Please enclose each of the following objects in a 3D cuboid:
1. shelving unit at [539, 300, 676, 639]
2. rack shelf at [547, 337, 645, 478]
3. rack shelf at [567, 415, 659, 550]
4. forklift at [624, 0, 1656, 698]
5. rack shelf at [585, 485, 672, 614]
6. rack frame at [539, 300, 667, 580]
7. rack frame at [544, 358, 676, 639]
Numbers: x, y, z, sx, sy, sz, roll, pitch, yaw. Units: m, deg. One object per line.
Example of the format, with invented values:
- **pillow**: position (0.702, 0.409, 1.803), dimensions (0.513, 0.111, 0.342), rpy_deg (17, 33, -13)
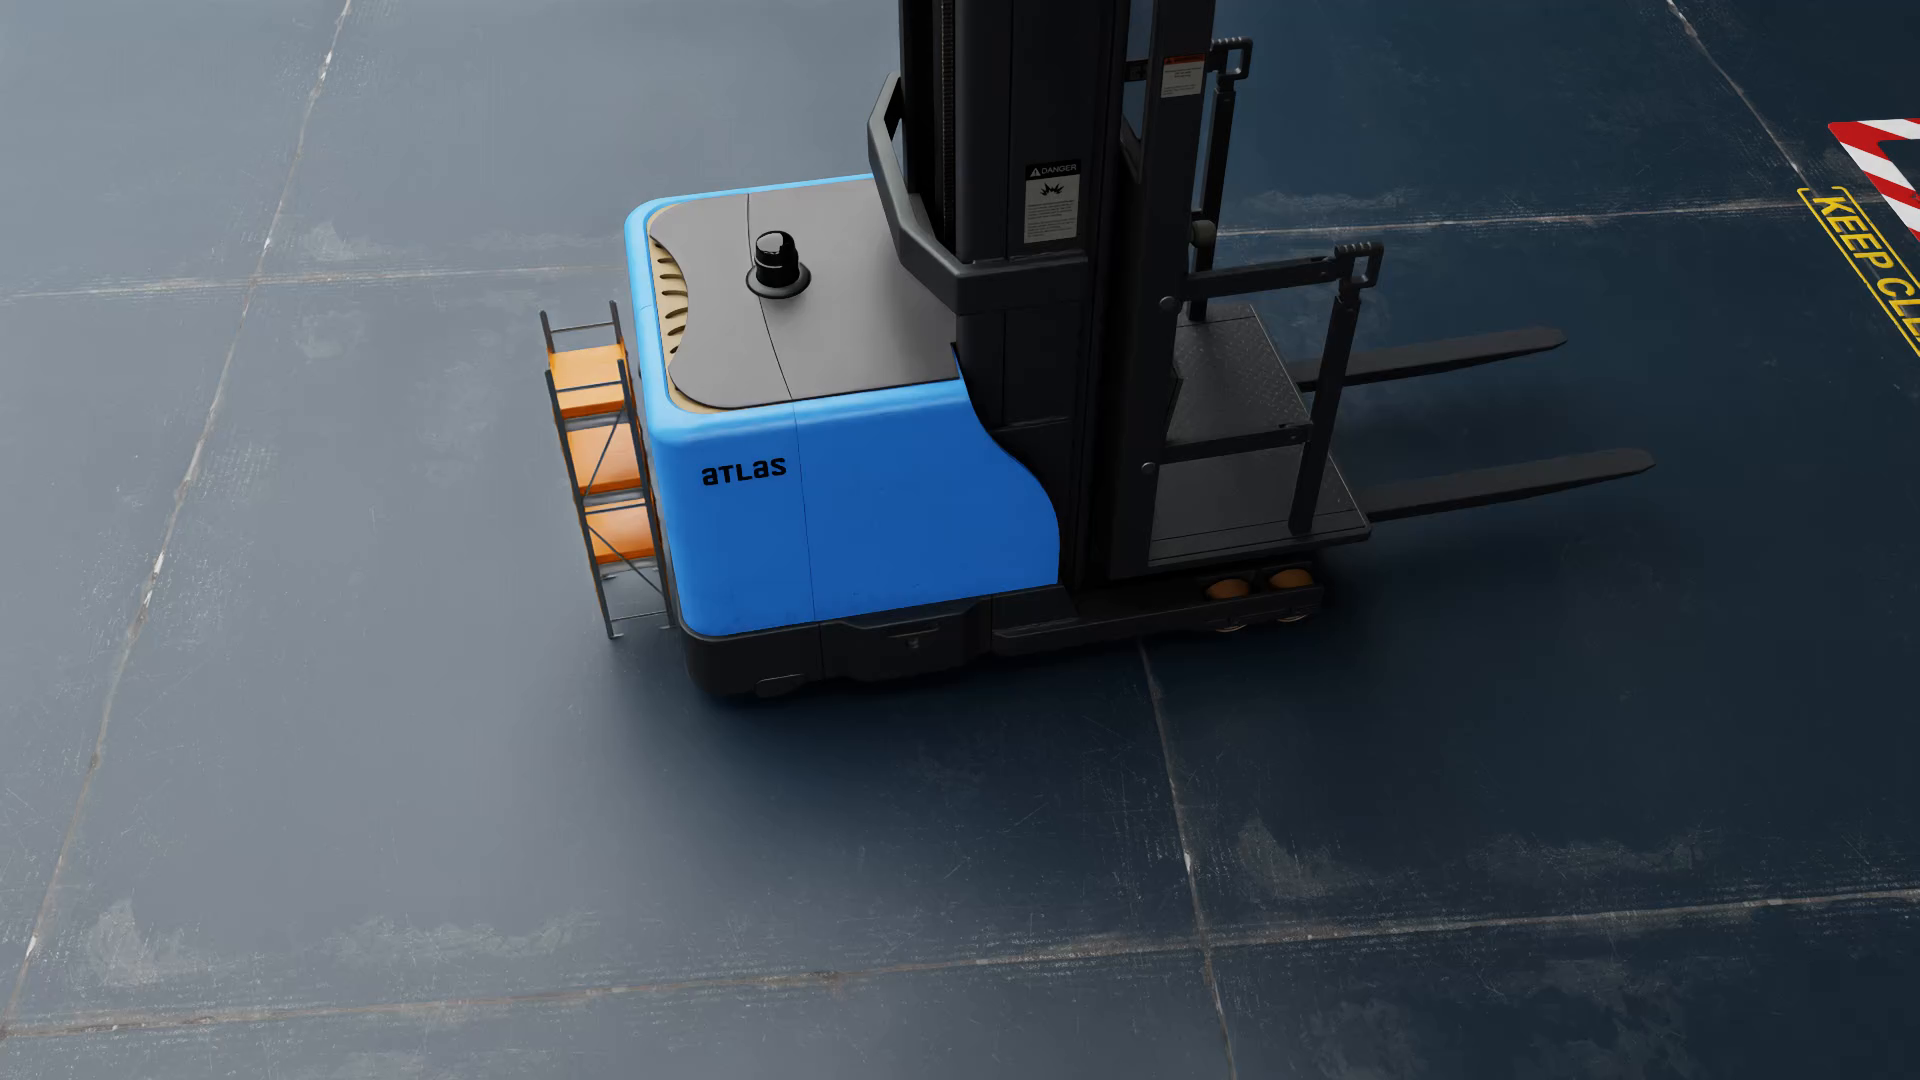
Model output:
- **shelving unit**: position (-0.981, -0.170, 4.688), dimensions (0.215, 1.050, 0.252), rpy_deg (-9, 47, -9)
- **rack shelf**: position (-0.982, -0.358, 4.489), dimensions (0.215, 0.259, 0.240), rpy_deg (-9, 47, -9)
- **rack shelf**: position (-0.981, -0.163, 4.695), dimensions (0.215, 0.259, 0.240), rpy_deg (-9, 47, -9)
- **forklift**: position (0.614, -1.102, 4.275), dimensions (3.031, 2.935, 1.130), rpy_deg (-9, 47, -8)
- **rack shelf**: position (-0.981, 0.028, 4.897), dimensions (0.215, 0.259, 0.240), rpy_deg (-9, 47, -9)
- **rack frame**: position (-1.008, -0.256, 4.769), dimensions (0.200, 1.050, 0.008), rpy_deg (-9, 47, -9)
- **rack frame**: position (-0.954, -0.084, 4.606), dimensions (0.200, 1.050, 0.008), rpy_deg (-9, 47, -9)
